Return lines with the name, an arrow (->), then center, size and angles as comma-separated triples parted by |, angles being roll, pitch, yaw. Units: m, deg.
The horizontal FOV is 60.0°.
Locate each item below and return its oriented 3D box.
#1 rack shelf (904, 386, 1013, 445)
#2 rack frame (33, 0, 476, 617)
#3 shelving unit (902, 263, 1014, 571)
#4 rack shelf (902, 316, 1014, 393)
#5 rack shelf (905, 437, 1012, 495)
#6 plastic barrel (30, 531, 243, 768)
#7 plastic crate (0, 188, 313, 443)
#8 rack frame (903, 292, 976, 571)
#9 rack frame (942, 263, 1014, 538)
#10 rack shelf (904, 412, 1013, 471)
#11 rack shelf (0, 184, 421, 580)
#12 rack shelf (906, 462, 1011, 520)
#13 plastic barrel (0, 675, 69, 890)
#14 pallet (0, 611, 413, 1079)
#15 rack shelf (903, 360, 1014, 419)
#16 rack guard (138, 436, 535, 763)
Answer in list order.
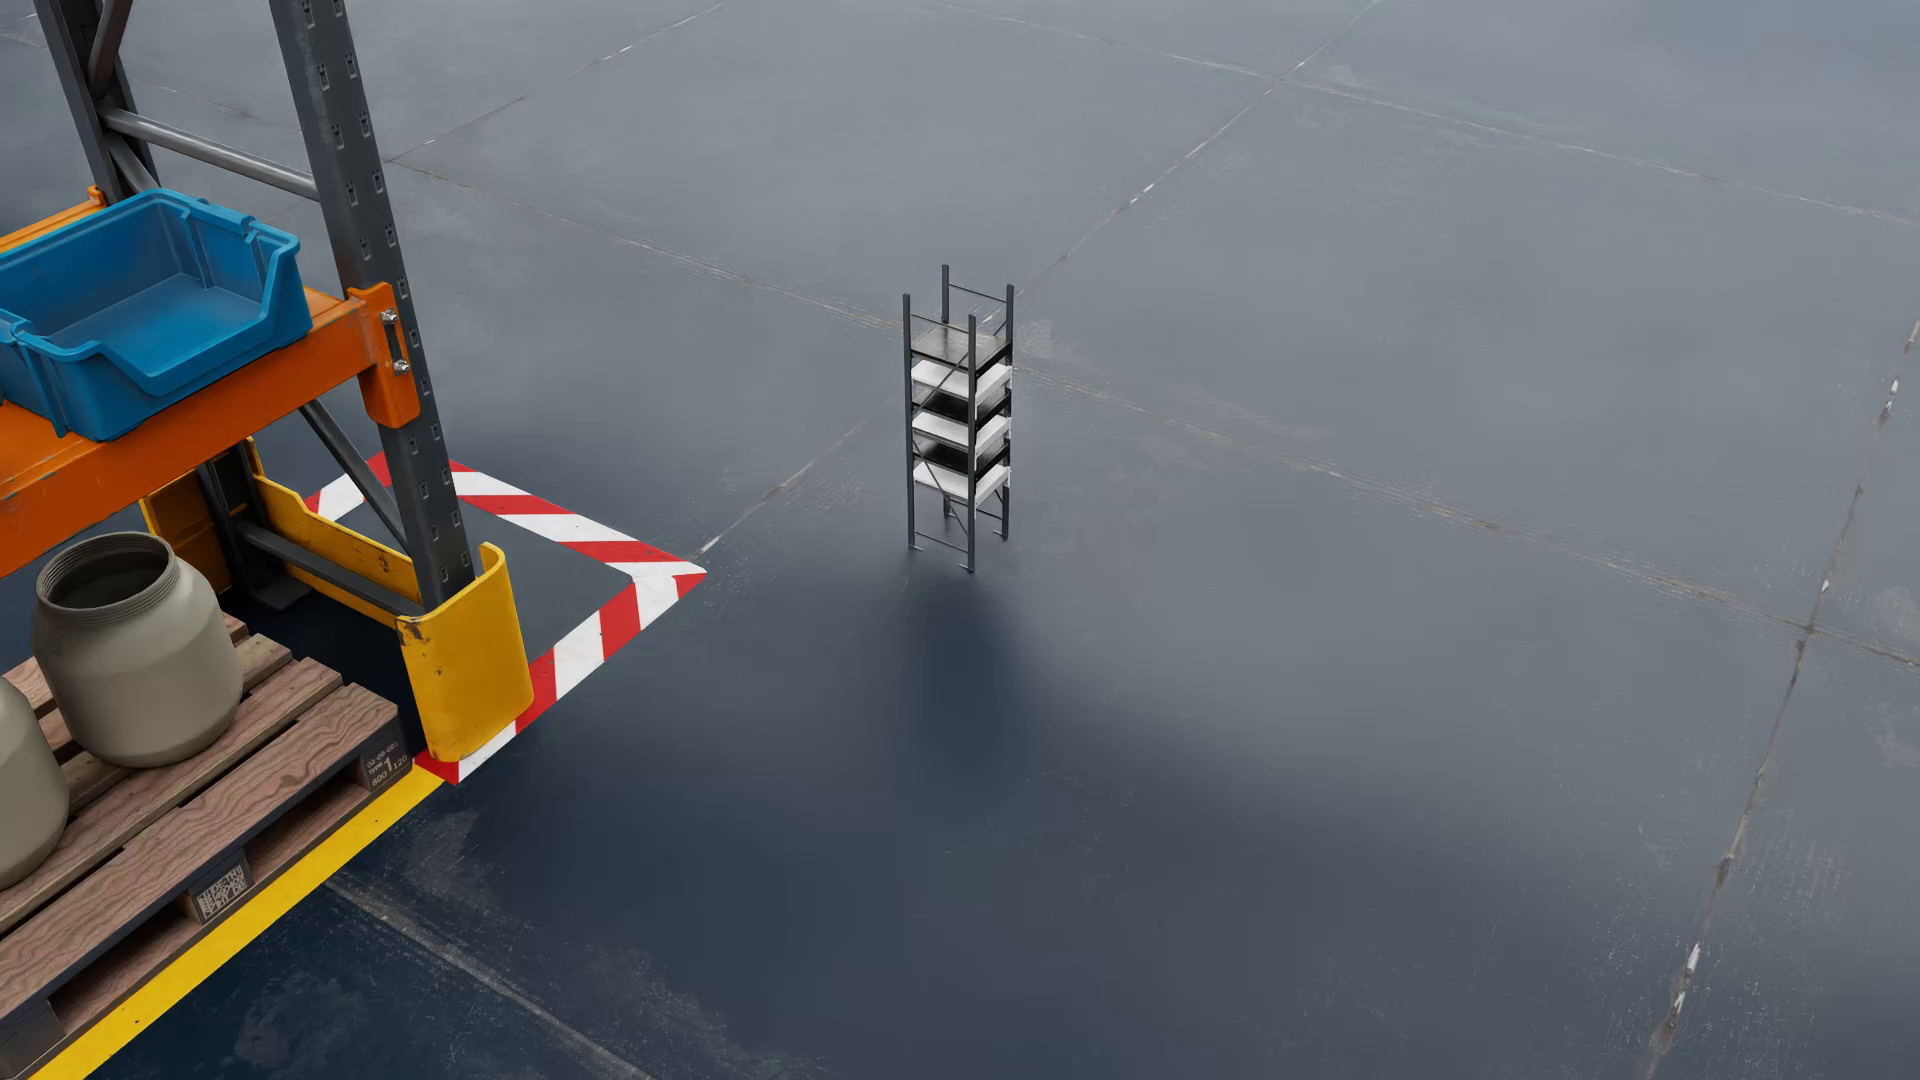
rack shelf -> -0.004, -0.397, 4.935 | 0.258, 0.077, 0.200 | 21, 42, 25
rack frame -> -1.755, -0.908, 3.971 | 1.000, 3.000, 0.127 | 21, 42, 25
shelving unit -> -0.004, -0.352, 4.970 | 0.258, 0.900, 0.210 | 21, 42, 25
rack shelf -> -0.004, -0.540, 4.825 | 0.258, 0.077, 0.200 | 21, 42, 25
rack shelf -> -0.004, -0.255, 5.045 | 0.258, 0.077, 0.200 | 21, 42, 25
plastic barrel -> -2.043, 0.275, 4.130 | 0.421, 0.512, 0.421 | 0, 38, 0
plastic crate -> -1.771, -0.493, 3.555 | 0.499, 0.251, 0.616 | 21, 42, 25
rack frame -> -0.059, -0.300, 4.902 | 0.240, 0.900, 0.006 | 21, 42, 25
rack frame -> 0.050, -0.405, 5.038 | 0.240, 0.900, 0.006 | 21, 42, 25
rack shelf -> -0.004, -0.326, 4.990 | 0.258, 0.077, 0.200 | 21, 42, 25
rack shelf -> -2.827, 0.408, 2.853 | 1.077, 0.370, 4.000 | 21, 42, 25
rack shelf -> -0.004, -0.183, 5.100 | 0.258, 0.077, 0.200 | 21, 42, 25
plastic barrel -> -2.312, 0.533, 3.795 | 0.421, 0.512, 0.421 | 0, 38, 0
pallet -> -2.196, 0.668, 4.211 | 1.003, 0.211, 1.213 | 21, 42, 25
rack shelf -> -0.004, -0.468, 4.880 | 0.258, 0.077, 0.200 | 21, 42, 25
rack guard -> -1.756, 0.136, 4.664 | 1.175, 0.500, 0.348 | 21, 42, 25
